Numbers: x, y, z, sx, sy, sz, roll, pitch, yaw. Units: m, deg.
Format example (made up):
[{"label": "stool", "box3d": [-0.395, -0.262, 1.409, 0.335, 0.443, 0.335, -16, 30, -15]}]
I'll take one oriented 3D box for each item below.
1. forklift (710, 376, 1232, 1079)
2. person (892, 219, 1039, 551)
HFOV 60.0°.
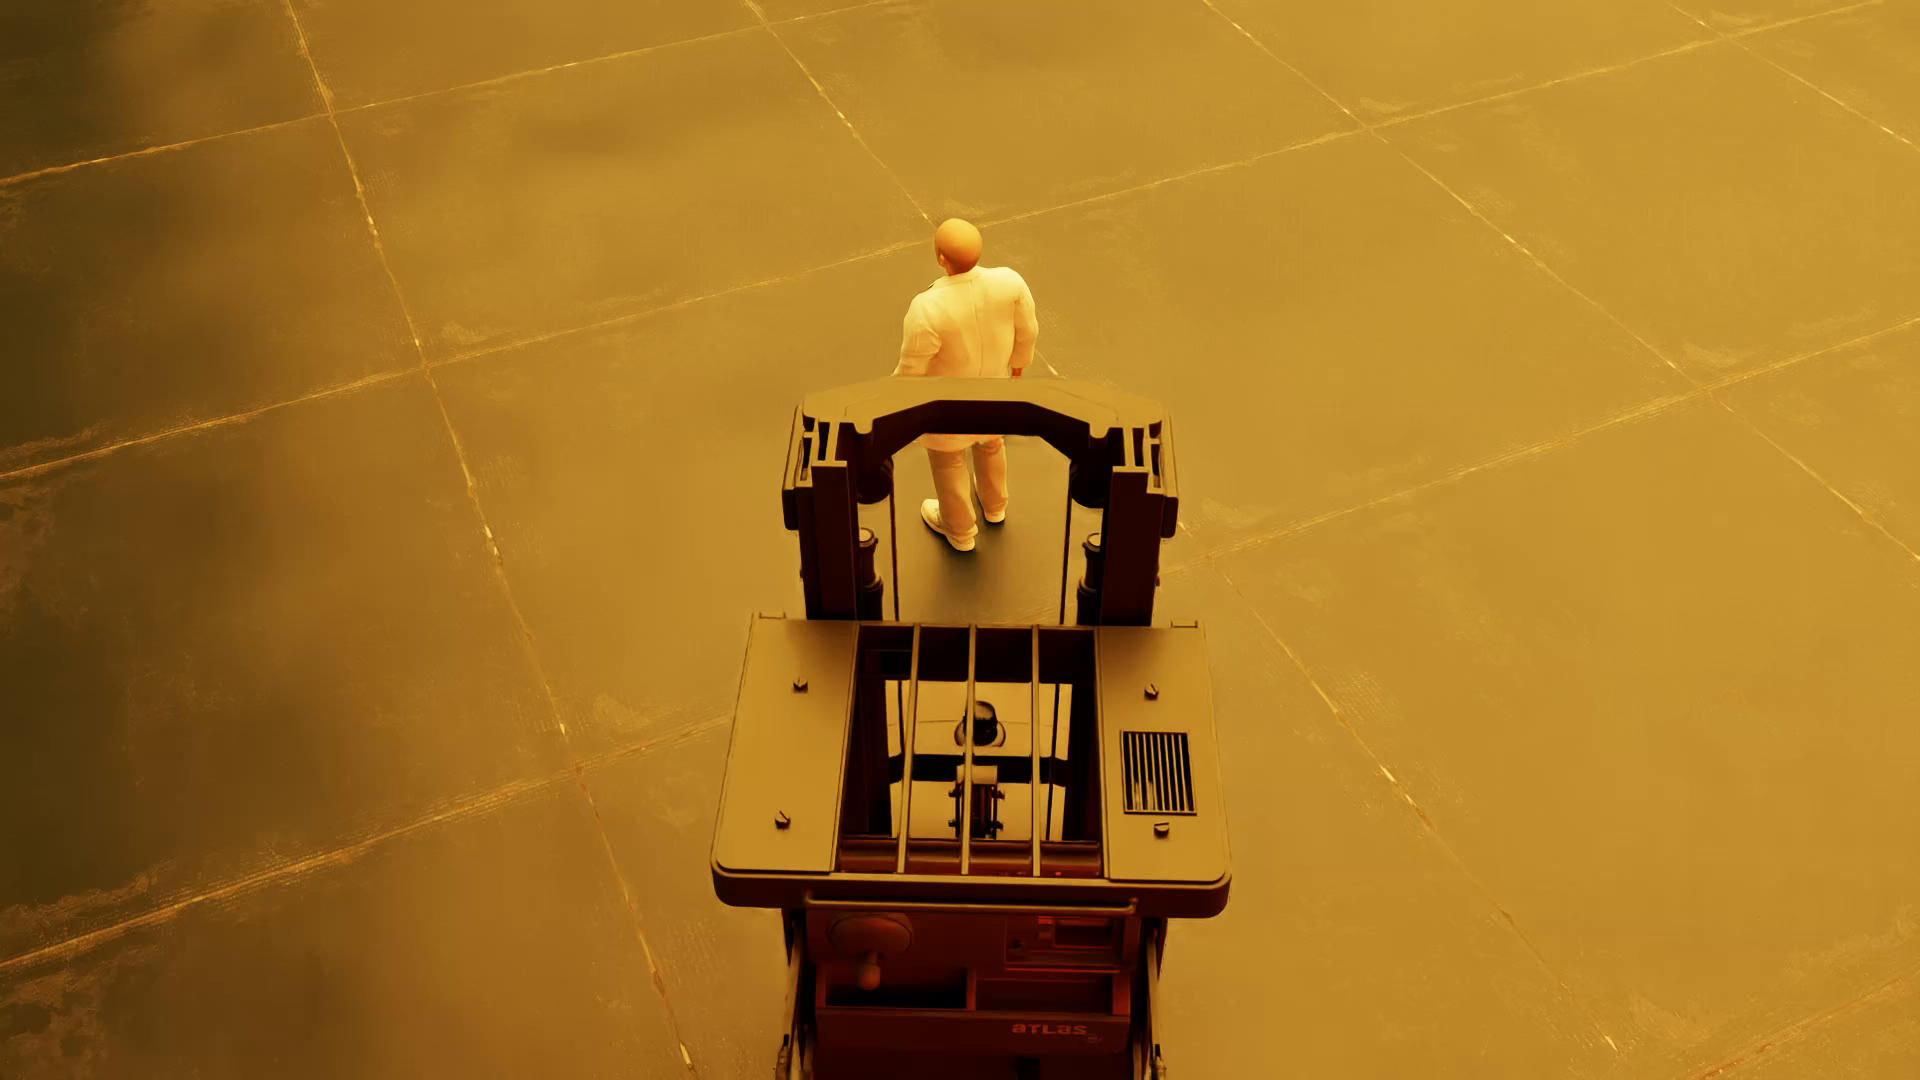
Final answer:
[{"label": "forklift", "box3d": [0.034, 1.141, 4.457, 1.130, 2.935, 3.031, 1, 43, 1]}, {"label": "person", "box3d": [-0.034, -0.712, 7.278, 0.694, 1.776, 0.581, -18, 46, -18]}]
